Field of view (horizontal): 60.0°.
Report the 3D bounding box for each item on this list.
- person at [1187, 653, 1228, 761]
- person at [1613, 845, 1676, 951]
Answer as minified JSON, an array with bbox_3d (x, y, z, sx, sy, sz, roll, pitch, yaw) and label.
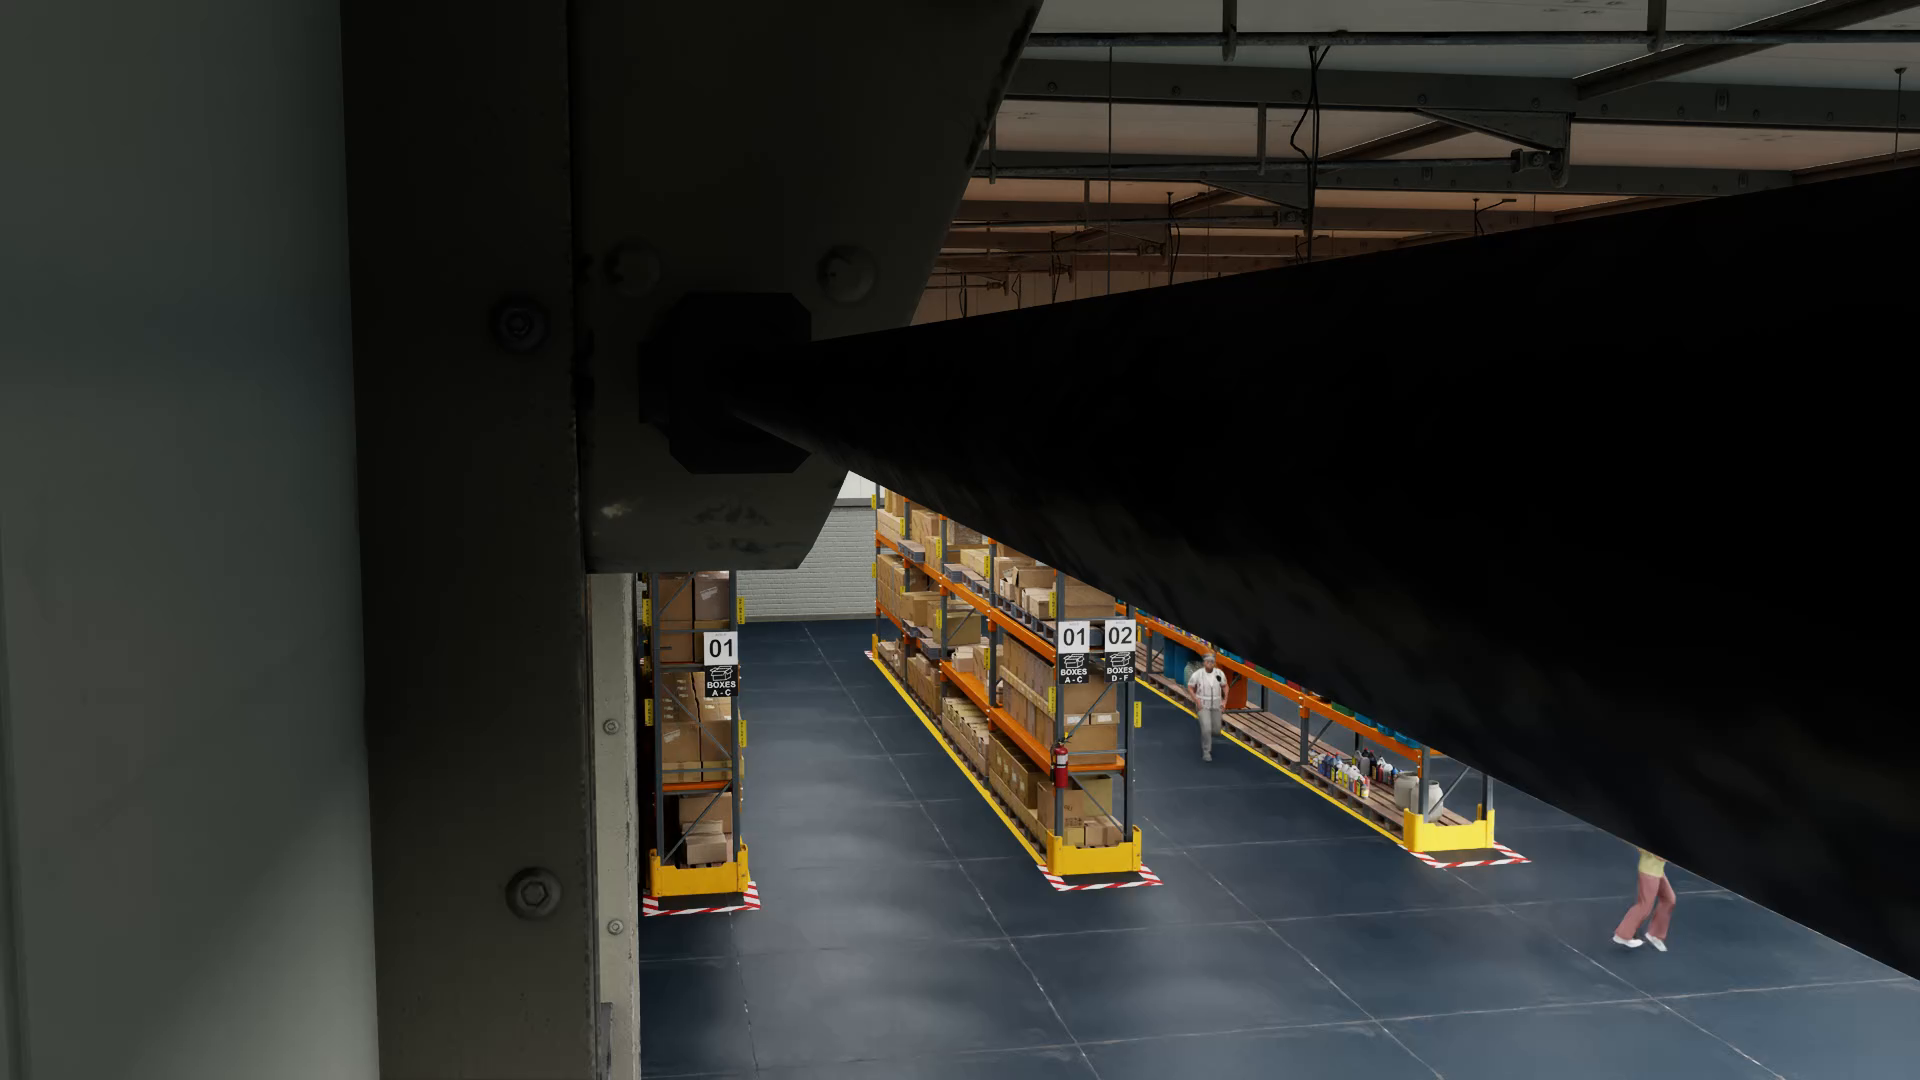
[{"bbox_3d":[4.052,2.683,27.194,0.690,1.747,0.662,-1,6,-9],"label":"person"},{"bbox_3d":[7.498,3.667,18.066,0.707,1.732,0.597,2,6,17],"label":"person"}]
